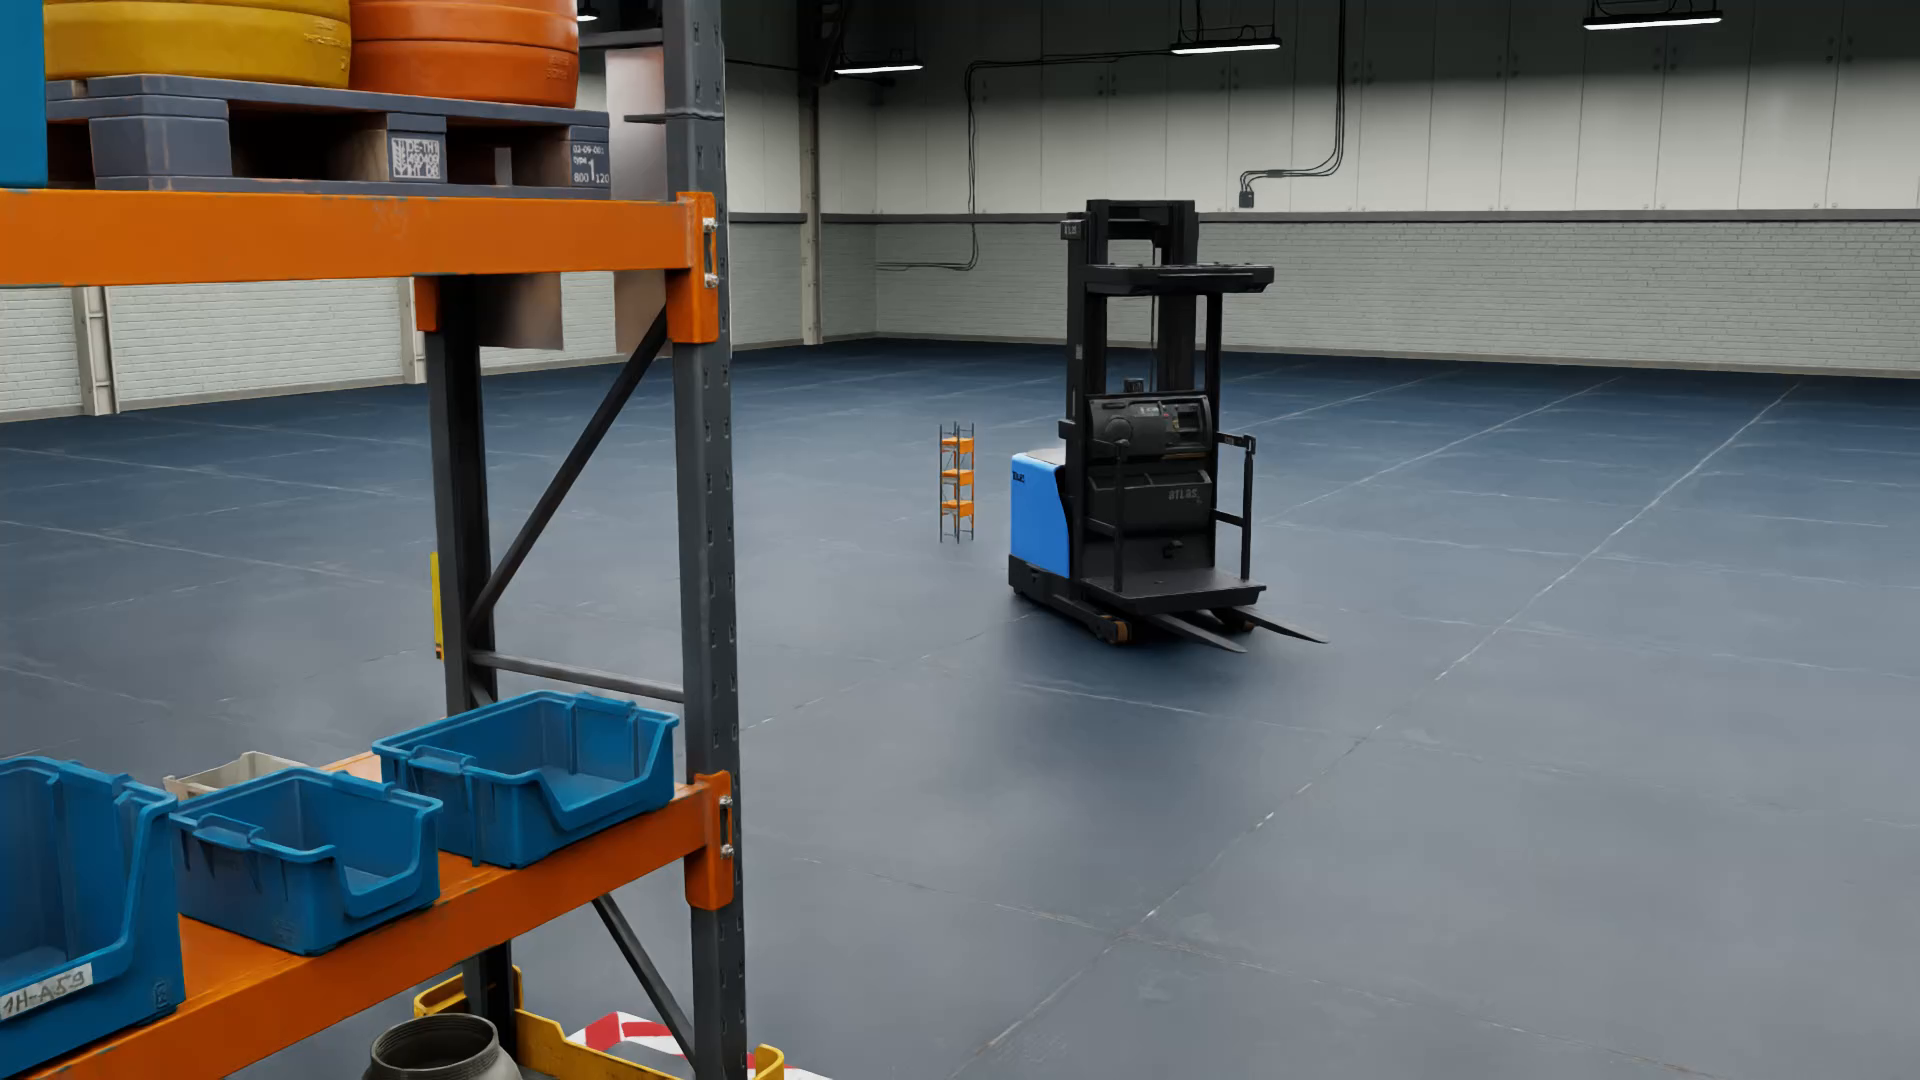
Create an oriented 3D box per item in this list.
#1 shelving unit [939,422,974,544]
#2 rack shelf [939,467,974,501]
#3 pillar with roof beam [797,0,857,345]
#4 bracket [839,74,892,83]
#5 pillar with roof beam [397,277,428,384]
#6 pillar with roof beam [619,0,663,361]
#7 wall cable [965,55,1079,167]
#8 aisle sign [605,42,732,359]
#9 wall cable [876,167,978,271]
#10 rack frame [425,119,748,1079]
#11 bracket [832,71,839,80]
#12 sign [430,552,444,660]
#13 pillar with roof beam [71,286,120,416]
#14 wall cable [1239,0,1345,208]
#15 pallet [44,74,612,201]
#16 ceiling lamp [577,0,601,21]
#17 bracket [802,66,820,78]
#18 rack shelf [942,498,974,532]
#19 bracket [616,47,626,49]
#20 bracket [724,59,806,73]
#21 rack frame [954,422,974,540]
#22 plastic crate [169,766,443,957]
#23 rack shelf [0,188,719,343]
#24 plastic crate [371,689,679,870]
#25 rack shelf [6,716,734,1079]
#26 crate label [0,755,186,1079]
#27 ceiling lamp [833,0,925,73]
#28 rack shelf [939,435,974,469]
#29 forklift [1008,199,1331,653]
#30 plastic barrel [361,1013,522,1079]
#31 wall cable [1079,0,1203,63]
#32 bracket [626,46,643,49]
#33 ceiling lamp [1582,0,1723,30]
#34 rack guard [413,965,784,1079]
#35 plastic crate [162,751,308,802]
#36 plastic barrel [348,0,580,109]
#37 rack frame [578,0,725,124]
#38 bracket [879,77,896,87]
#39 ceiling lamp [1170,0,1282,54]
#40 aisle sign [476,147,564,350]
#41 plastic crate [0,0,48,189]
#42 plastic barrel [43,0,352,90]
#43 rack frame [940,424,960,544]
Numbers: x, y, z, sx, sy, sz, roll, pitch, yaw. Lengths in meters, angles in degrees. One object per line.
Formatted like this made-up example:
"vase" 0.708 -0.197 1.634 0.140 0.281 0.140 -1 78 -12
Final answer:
"shelving unit" -0.028 -0.508 14.727 0.215 1.050 0.252 6 12 31
"rack shelf" -0.028 -0.497 14.729 0.215 0.259 0.240 6 12 31
"pillar with roof beam" 0.127 -8.737 37.085 9.100 9.000 0.548 6 12 31
"bracket" -2.109 -11.229 40.613 0.076 0.066 3.189 6 12 31
"pillar with roof beam" -6.103 -6.850 27.005 9.100 9.000 0.548 6 12 31
"pillar with roof beam" -2.988 -7.794 32.045 9.100 9.000 0.548 6 12 31
"wall cable" 1.420 -10.183 39.523 3.097 2.526 0.112 6 12 31
"aisle sign" -0.757 -0.872 4.312 0.394 0.787 0.004 6 12 31
"wall cable" -0.892 -7.959 41.368 3.097 2.526 0.112 6 12 31
"rack frame" -1.048 0.388 4.643 1.000 3.000 0.127 6 12 31
"bracket" -3.033 -10.949 39.119 0.235 0.232 0.430 6 12 31
"sign" -1.516 0.199 4.902 0.100 0.325 0.005 6 12 31
"pillar with roof beam" -9.218 -5.907 21.964 9.100 9.000 0.400 6 12 31
"wall cable" 7.213 -10.248 35.912 2.305 6.003 0.169 6 12 31
"pallet" -1.562 -0.872 3.739 1.003 0.211 1.213 6 12 31
"ceiling lamp" -6.229 -9.524 25.422 2.000 3.185 0.800 6 12 31
"bracket" -3.464 -10.819 38.421 0.235 0.232 0.430 6 12 31
"rack shelf" -0.028 -0.224 14.780 0.215 0.259 0.240 6 12 31
"bracket" -7.917 -9.470 31.217 0.076 0.066 4.783 6 12 31
"bracket" -4.802 -10.414 36.257 0.076 0.066 4.783 6 12 31
"rack frame" 0.036 -0.527 14.830 0.200 1.050 0.008 6 12 31
"plastic crate" -1.395 0.670 3.541 0.499 0.251 0.408 6 12 31
"rack shelf" -2.087 -0.418 2.753 1.077 0.370 4.000 6 12 31
"plastic crate" -1.053 0.569 4.083 0.499 0.251 0.616 6 12 31
"rack shelf" -2.087 1.057 3.029 1.077 0.370 4.000 6 12 31
"crate label" -1.773 0.686 2.955 0.502 0.435 0.616 6 12 31
"ceiling lamp" -1.499 -10.956 33.075 2.000 3.185 0.800 6 12 31
"rack shelf" -0.028 -0.776 14.677 0.215 0.259 0.240 6 12 31
"forklift" 1.405 -0.825 11.308 1.130 2.935 3.031 -4 11 -22
"plastic barrel" -1.325 1.516 4.241 0.421 0.512 0.421 0 11 0
"wall cable" 4.065 -12.123 37.525 3.097 2.526 0.112 6 12 31
"bracket" -6.579 -9.875 33.381 0.235 0.232 0.430 6 12 31
"ceiling lamp" 10.851 -9.576 25.701 2.000 3.185 0.800 6 12 31
"rack guard" -1.048 1.633 4.785 1.175 0.500 0.348 6 12 31
"plastic crate" -1.788 0.628 4.079 0.298 0.136 0.250 6 12 31
"plastic barrel" -1.192 -1.415 3.815 0.600 0.830 0.708 6 12 31
"rack frame" -1.048 -2.560 4.091 1.000 3.000 0.127 6 12 31
"bracket" -1.803 -11.322 41.110 0.235 0.232 0.430 6 12 31
"ceiling lamp" 4.817 -10.250 29.304 2.000 3.185 0.800 6 12 31
"aisle sign" -1.261 -0.929 4.613 0.394 0.787 0.004 6 12 31
"plastic crate" -1.781 -0.749 2.612 0.392 0.384 0.575 6 12 31
"plastic barrel" -1.532 -1.194 3.288 0.600 0.588 0.600 0 11 0
"rack frame" -0.091 -0.488 14.625 0.200 1.050 0.008 6 12 31
